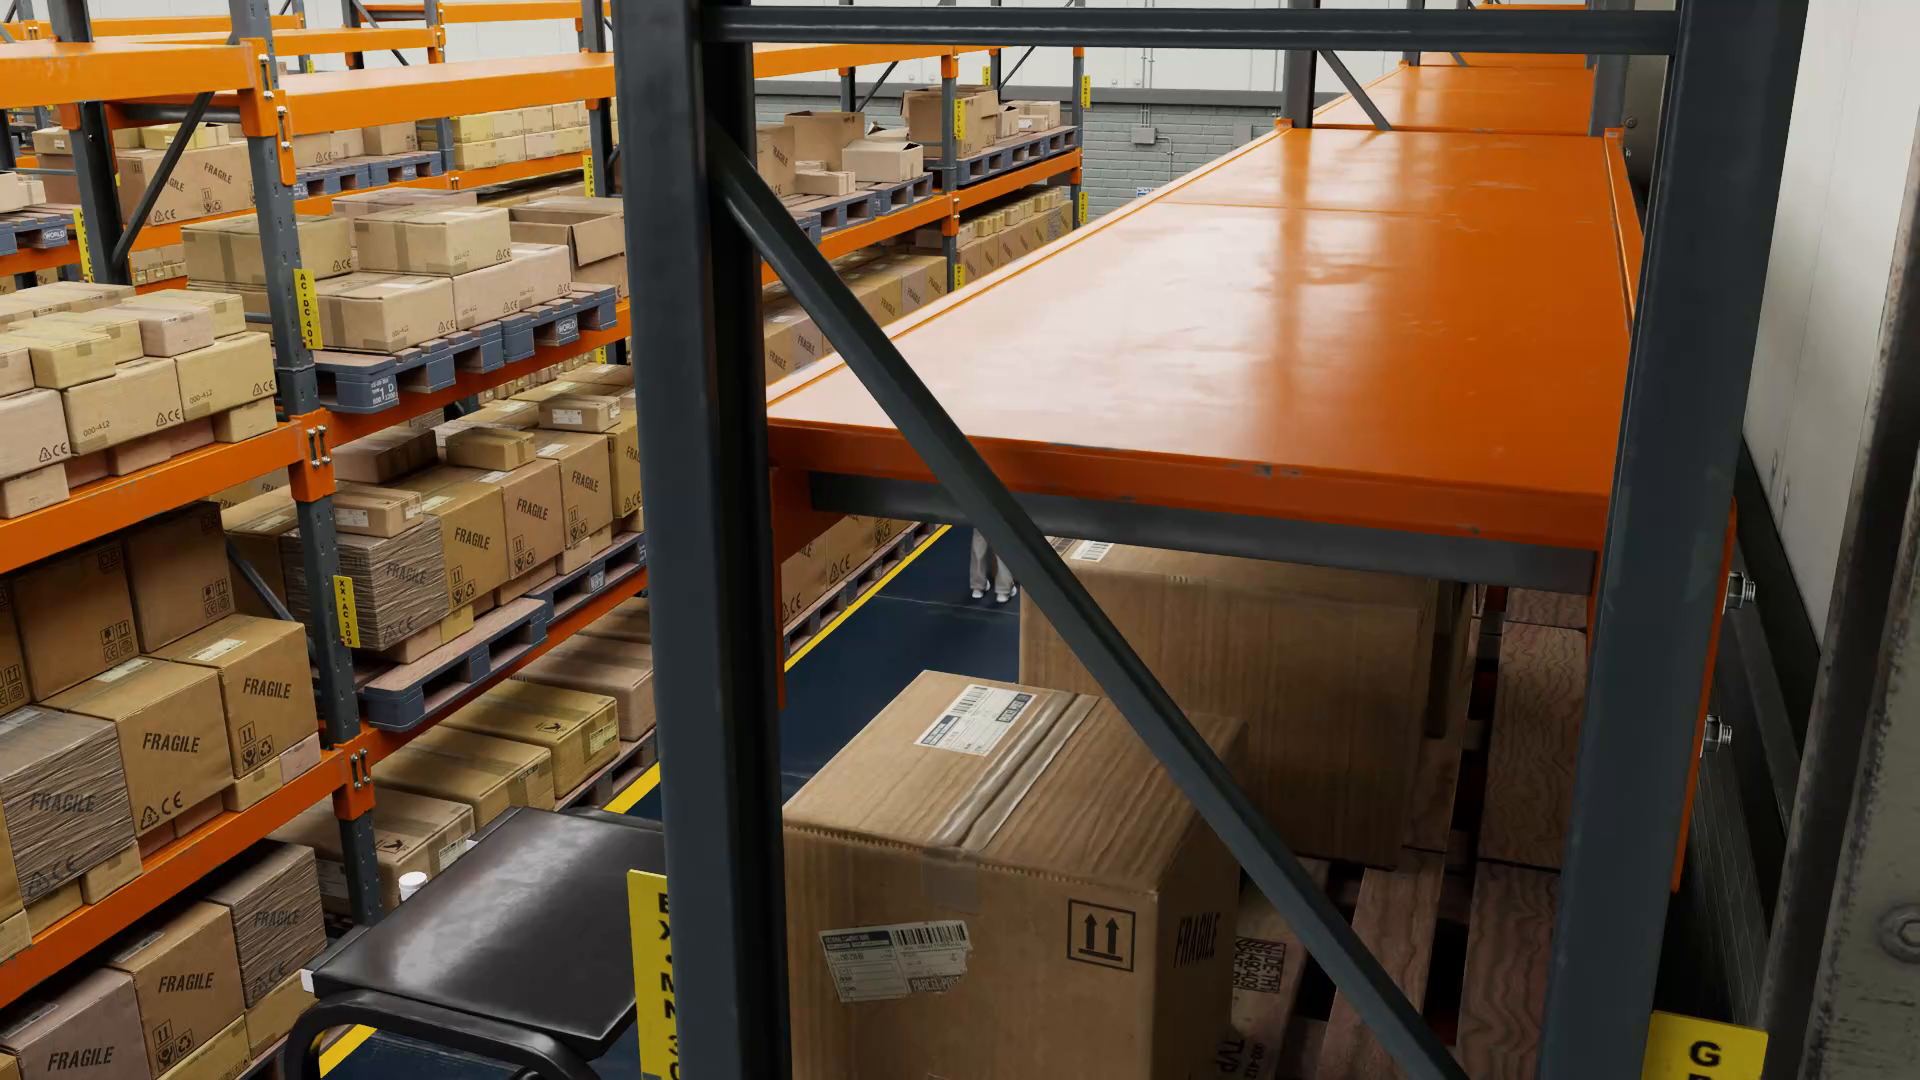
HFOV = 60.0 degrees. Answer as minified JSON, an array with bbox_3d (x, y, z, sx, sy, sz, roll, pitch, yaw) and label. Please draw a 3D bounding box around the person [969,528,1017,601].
[{"bbox_3d":[0.233,-0.359,12.636,0.440,1.673,0.365,7,20,19],"label":"person"}]
